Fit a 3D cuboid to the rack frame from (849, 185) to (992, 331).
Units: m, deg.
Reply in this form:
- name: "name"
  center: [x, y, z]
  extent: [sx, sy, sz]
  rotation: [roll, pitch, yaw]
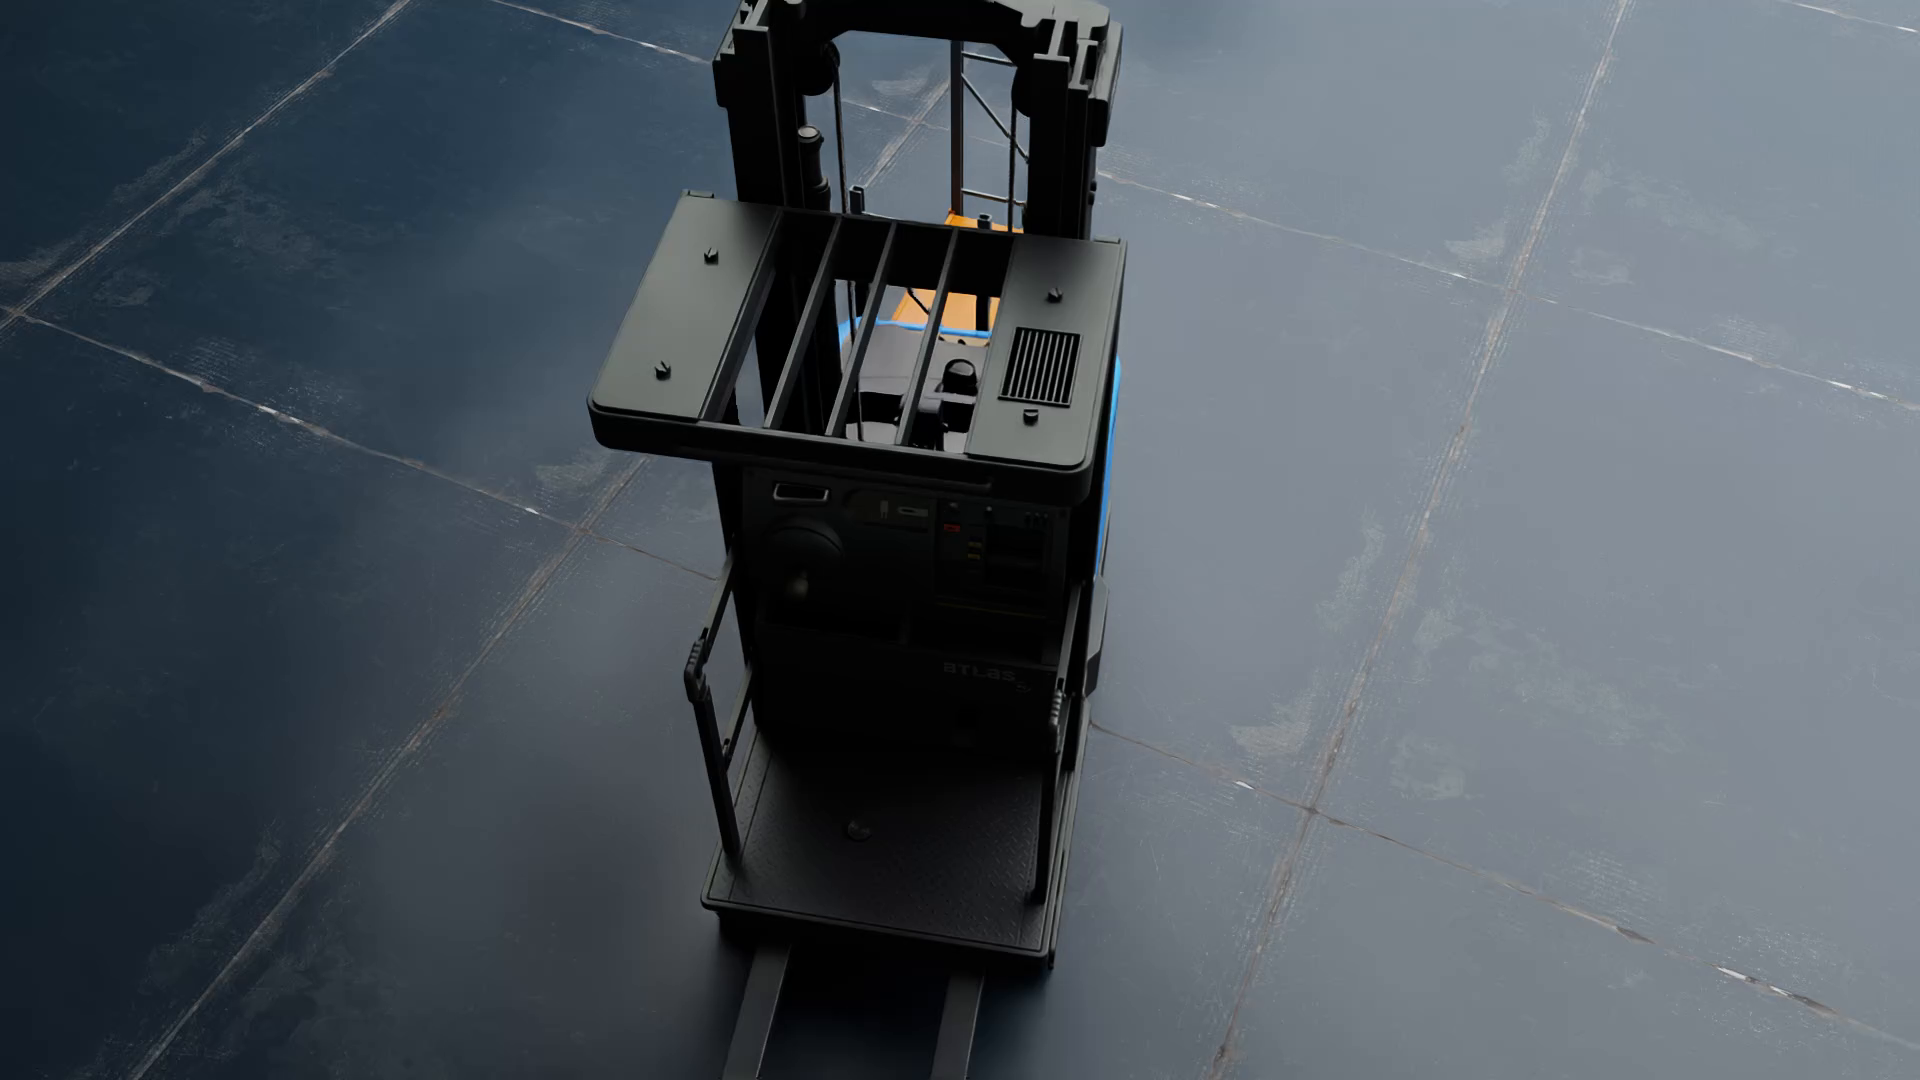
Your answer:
- name: "rack frame"
  center: [-0.133, -0.640, 6.125]
  extent: [0.500, 1.500, 0.032]
  rotation: [15, 51, 12]

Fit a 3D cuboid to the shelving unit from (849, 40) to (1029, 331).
- name: "shelving unit"
  center: [0.039, -1.012, 6.441]
  extent: [0.587, 1.500, 1.083]
  rotation: [15, 51, 12]

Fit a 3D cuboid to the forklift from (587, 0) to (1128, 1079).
- name: "forklift"
  center: [-0.191, 0.117, 4.541]
  extent: [1.130, 2.935, 3.031]
  rotation: [8, 50, 6]

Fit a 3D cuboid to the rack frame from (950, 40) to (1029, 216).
- name: "rack frame"
  center: [0.205, -1.371, 6.747]
  extent: [0.500, 1.500, 0.032]
  rotation: [15, 51, 12]

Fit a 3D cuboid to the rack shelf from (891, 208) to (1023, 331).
- name: "rack shelf"
  center: [0.036, -0.889, 6.573]
  extent: [0.538, 0.185, 1.000]
  rotation: [15, 51, 12]
